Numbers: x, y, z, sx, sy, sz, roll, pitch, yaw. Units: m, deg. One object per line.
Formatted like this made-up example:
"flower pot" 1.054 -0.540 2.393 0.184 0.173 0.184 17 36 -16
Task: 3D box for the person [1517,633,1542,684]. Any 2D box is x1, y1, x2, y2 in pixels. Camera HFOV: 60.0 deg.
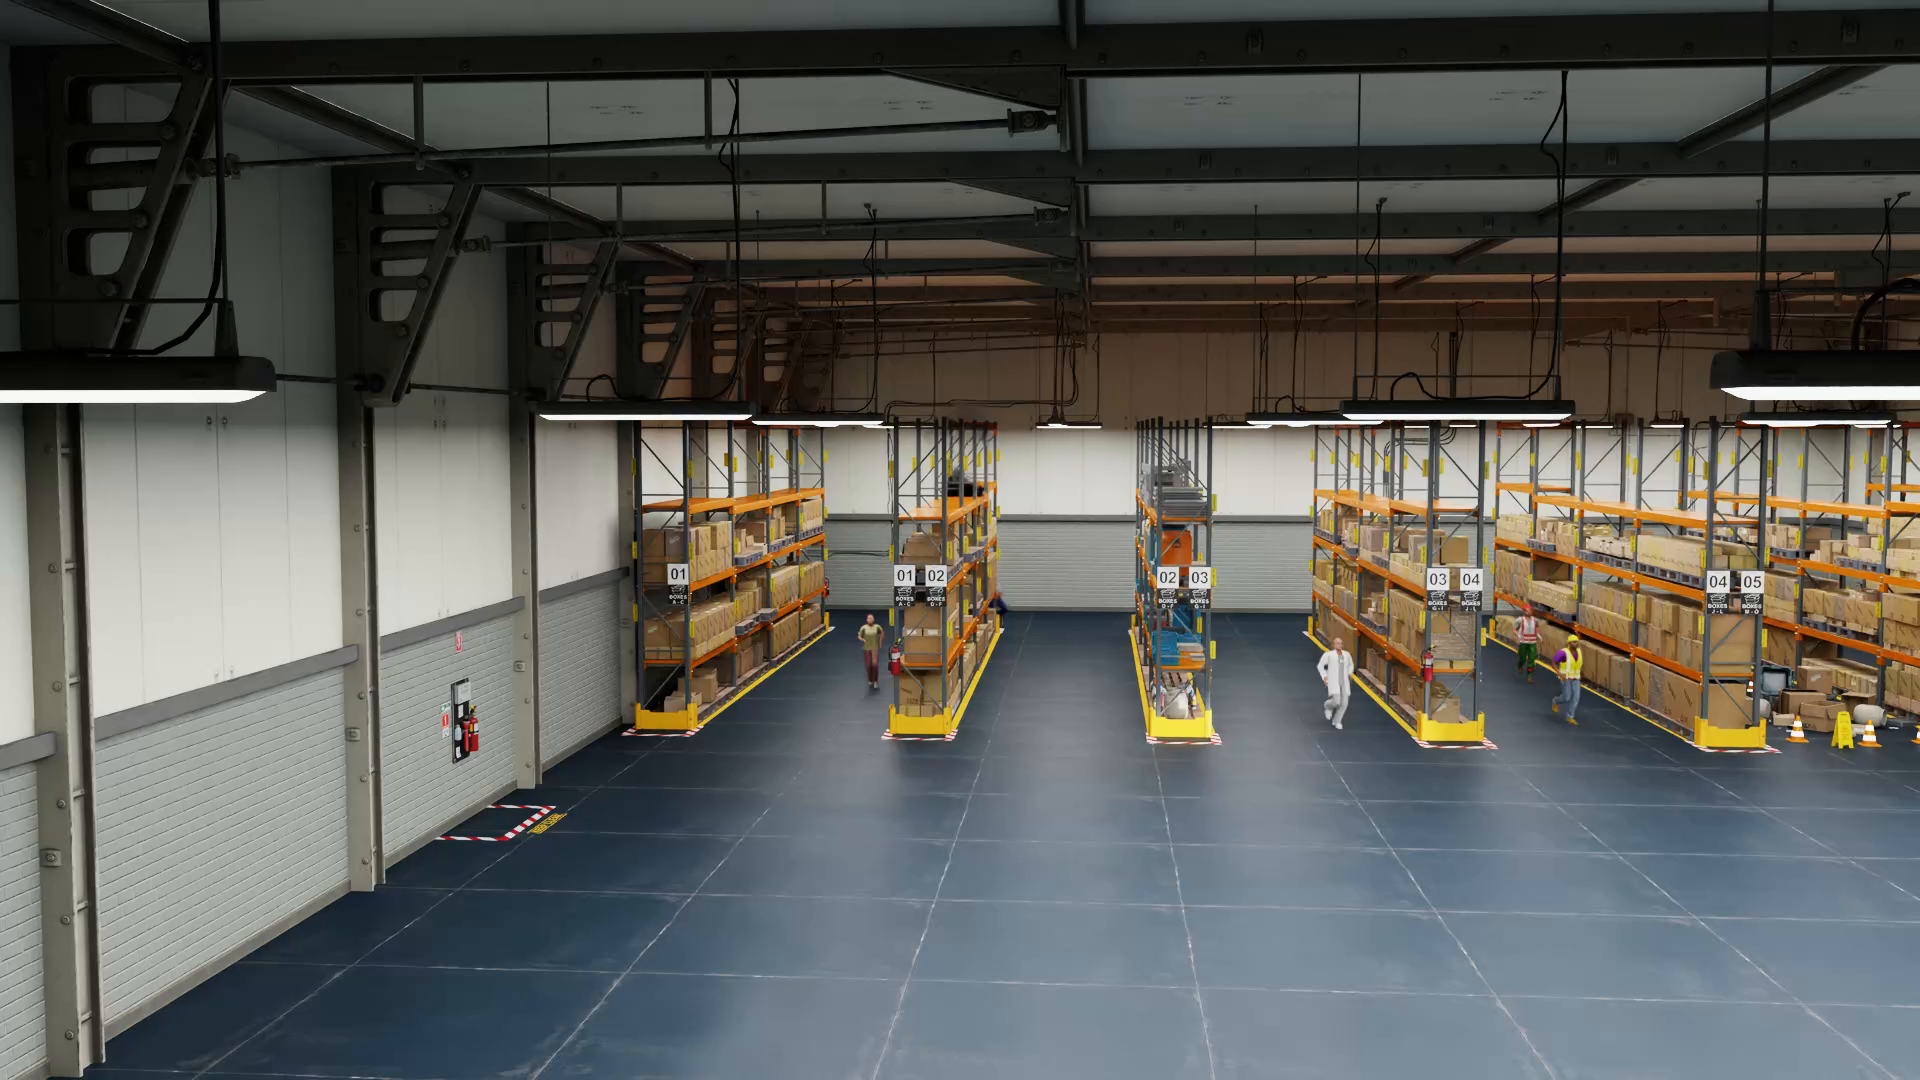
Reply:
"person" 13.003 2.667 38.050 0.573 1.140 0.904 0 4 4

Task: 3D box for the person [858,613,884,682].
"person" -1.997 2.416 37.116 0.567 1.566 0.682 0 4 0

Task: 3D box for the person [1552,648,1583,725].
"person" 12.002 2.854 32.791 0.433 1.485 0.771 -1 4 -17

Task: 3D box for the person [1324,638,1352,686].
"person" 7.325 2.354 32.107 0.686 0.902 0.461 -1 4 -12

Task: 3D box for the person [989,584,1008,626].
"person" 1.031 1.843 48.434 0.652 1.392 0.579 2 4 34
